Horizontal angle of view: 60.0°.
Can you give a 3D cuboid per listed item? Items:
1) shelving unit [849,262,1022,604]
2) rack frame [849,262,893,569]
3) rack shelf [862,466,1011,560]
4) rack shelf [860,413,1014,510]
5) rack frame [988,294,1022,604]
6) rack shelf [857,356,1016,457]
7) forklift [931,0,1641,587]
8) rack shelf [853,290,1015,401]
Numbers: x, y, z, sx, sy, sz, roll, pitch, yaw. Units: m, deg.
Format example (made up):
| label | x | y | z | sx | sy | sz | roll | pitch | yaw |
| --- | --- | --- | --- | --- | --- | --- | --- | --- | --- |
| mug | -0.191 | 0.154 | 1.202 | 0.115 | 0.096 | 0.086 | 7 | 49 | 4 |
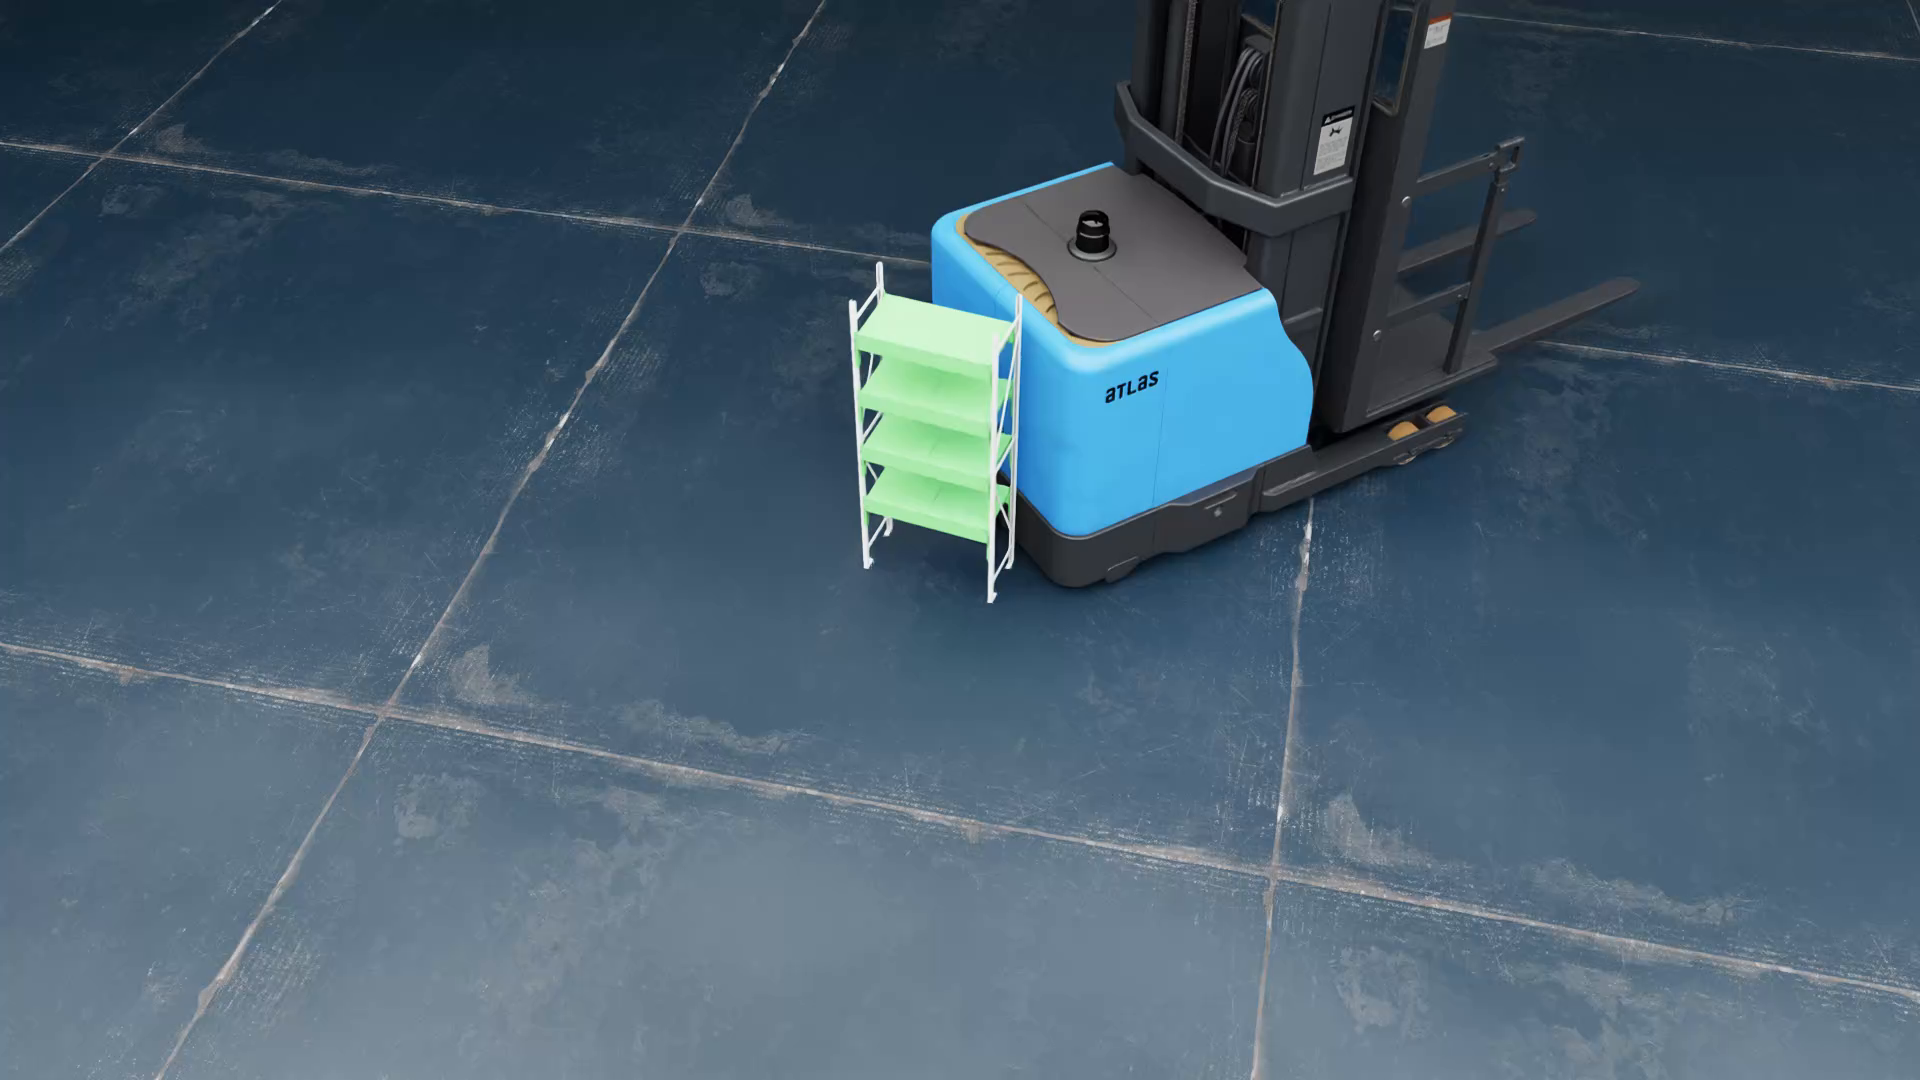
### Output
| label | x | y | z | sx | sy | sz | roll | pitch | yaw |
| --- | --- | --- | --- | --- | --- | --- | --- | --- | --- |
| shelving unit | -0.077 | -0.341 | 5.740 | 0.503 | 1.200 | 0.258 | 15 | 46 | 15 |
| rack frame | -0.304 | -0.403 | 5.803 | 0.015 | 1.200 | 0.240 | 15 | 46 | 15 |
| rack shelf | -0.077 | -0.123 | 5.950 | 0.480 | 0.148 | 0.258 | 15 | 46 | 15 |
| rack shelf | -0.077 | -0.295 | 5.784 | 0.480 | 0.148 | 0.258 | 15 | 46 | 15 |
| rack frame | 0.151 | -0.280 | 5.676 | 0.015 | 1.200 | 0.240 | 15 | 46 | 15 |
| rack shelf | -0.077 | -0.468 | 5.617 | 0.480 | 0.148 | 0.258 | 15 | 46 | 15 |
| forklift | 1.416 | -1.651 | 5.851 | 3.031 | 2.935 | 1.130 | -22 | 48 | -21 |
| rack shelf | -0.077 | -0.641 | 5.451 | 0.480 | 0.148 | 0.258 | 15 | 46 | 15 |
